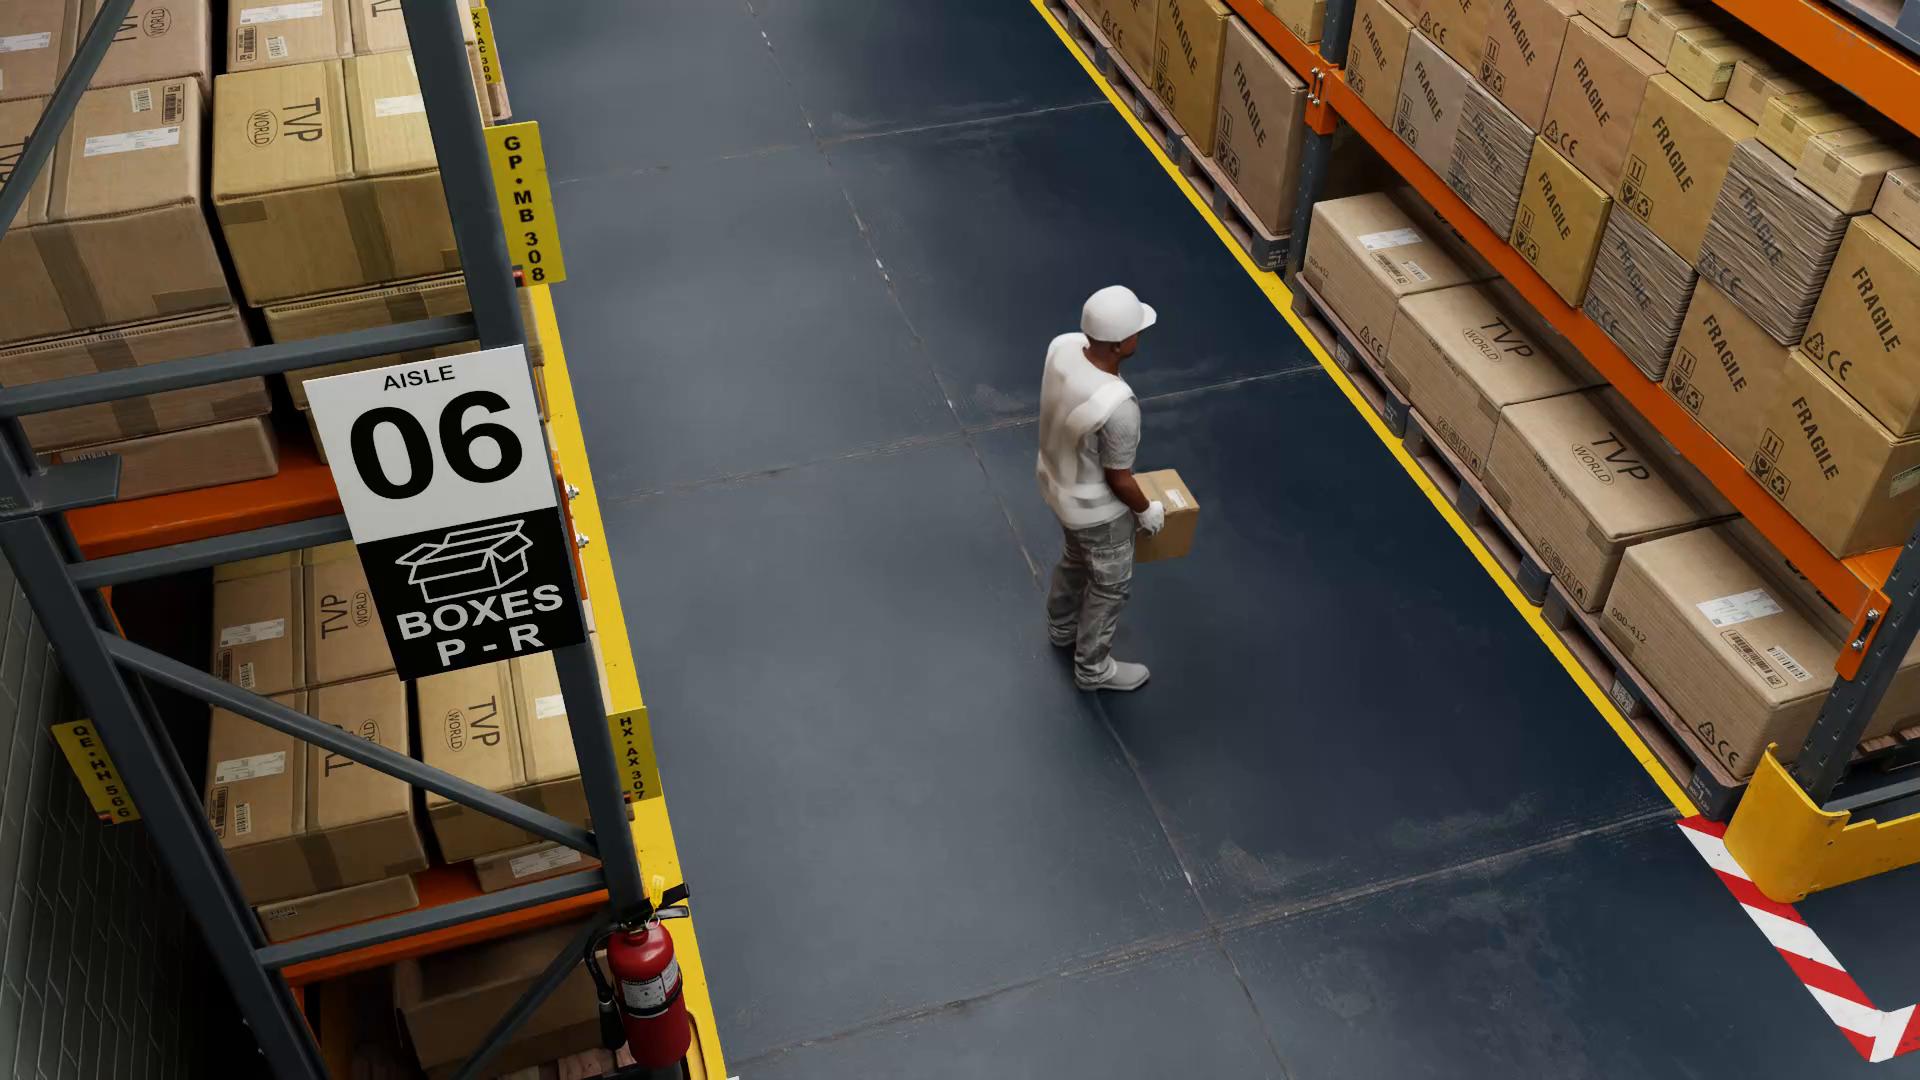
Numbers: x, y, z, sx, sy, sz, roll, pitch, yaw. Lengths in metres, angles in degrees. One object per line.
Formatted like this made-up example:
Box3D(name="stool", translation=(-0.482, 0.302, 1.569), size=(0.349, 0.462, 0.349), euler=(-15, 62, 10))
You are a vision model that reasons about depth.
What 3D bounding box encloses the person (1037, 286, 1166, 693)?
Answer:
Box3D(name="person", translation=(0.525, -0.191, 6.357), size=(0.430, 1.784, 0.565), euler=(-13, 43, -14))
